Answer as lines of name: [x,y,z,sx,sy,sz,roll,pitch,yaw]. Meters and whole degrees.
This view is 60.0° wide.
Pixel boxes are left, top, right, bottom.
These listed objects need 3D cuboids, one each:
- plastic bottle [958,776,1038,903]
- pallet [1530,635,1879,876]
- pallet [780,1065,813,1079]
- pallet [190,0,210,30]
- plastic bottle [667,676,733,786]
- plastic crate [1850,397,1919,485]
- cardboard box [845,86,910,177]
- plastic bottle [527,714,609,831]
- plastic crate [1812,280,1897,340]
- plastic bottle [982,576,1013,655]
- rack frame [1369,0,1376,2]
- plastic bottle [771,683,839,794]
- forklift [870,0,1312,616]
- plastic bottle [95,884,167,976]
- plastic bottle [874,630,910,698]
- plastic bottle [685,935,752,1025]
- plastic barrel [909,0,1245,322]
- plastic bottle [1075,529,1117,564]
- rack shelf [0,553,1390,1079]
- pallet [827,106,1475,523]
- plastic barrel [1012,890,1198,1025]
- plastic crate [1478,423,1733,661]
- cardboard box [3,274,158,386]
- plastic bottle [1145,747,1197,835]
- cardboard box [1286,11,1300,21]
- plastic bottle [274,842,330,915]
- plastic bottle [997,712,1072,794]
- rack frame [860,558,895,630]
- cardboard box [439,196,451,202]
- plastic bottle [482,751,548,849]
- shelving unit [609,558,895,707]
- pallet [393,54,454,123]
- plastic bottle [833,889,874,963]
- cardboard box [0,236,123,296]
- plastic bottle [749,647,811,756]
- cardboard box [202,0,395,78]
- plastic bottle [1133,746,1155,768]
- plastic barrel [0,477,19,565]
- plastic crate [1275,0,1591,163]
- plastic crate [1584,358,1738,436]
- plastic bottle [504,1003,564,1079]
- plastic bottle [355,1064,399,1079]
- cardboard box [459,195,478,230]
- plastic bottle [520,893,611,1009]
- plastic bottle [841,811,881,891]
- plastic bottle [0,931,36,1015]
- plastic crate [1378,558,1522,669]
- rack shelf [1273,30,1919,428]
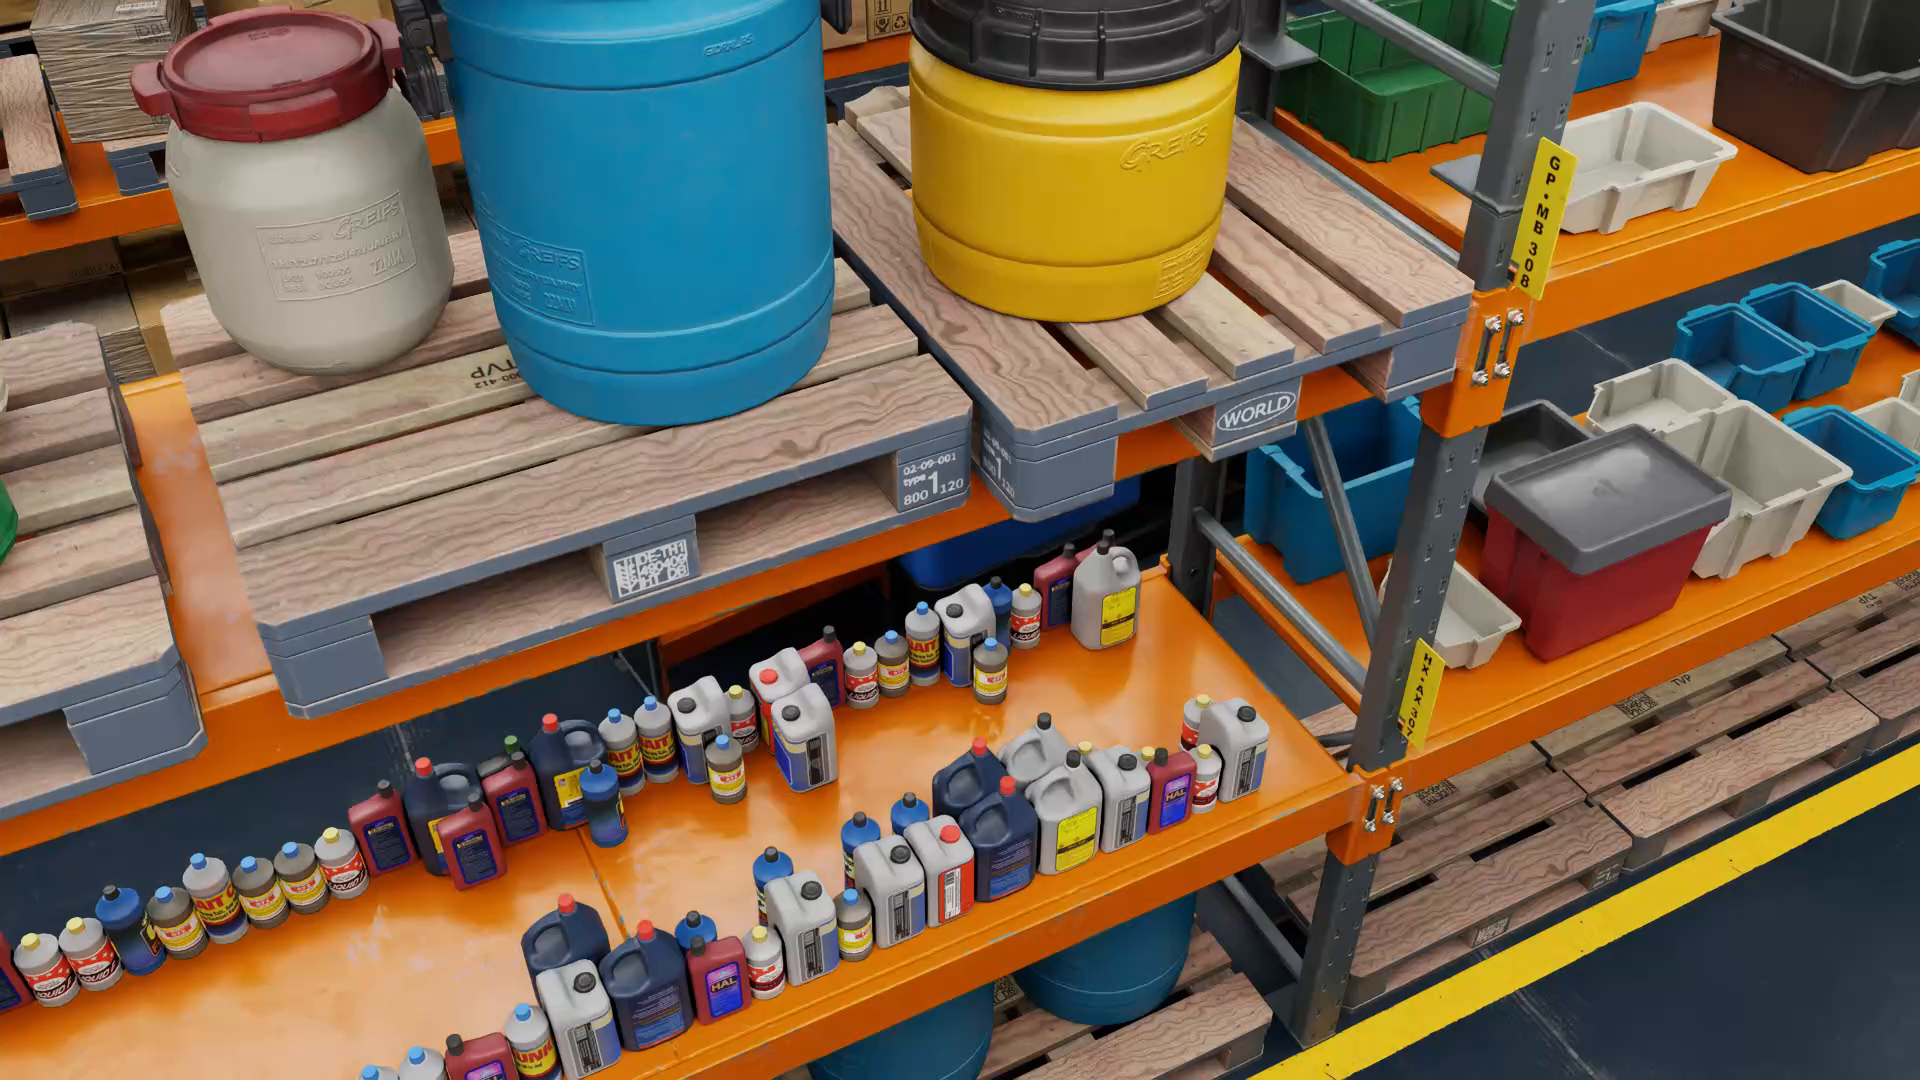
plastic bottle: [0.094,0.723,4.113,0.185,0.351,0.144,-19,44,-21]
pallet: [2.640,0.643,6.327,1.213,0.211,1.003,-19,44,-21]
pallet: [-0.865,1.824,4.931,1.213,0.211,1.003,-19,44,-21]
pallet: [-5.387,-3.786,11.559,1.213,0.211,1.003,-19,44,-21]
plastic bottle: [-0.691,0.500,4.434,0.135,0.276,0.152,-19,44,-21]
plastic crate: [3.077,-0.308,5.449,0.250,0.136,0.298,-19,44,-21]
cardboard box: [-0.323,-2.351,9.446,0.500,0.311,0.500,-19,44,-21]
plastic bottle: [-1.008,0.575,4.288,0.185,0.351,0.144,-19,44,-21]
plastic crate: [3.174,-0.793,6.023,0.298,0.136,0.250,-19,44,-21]
plastic bottle: [0.101,0.215,4.774,0.097,0.271,0.097,0,40,0]
rack frame: [2.185,-3.846,9.472,0.127,3.000,1.000,-19,44,-21]
plastic bottle: [-0.415,0.518,4.413,0.135,0.276,0.152,-19,44,-21]
forklift: [0.838,-1.486,6.737,3.031,2.935,1.130,-24,46,-25]
plastic bottle: [-1.976,0.914,3.949,0.097,0.271,0.097,0,40,0]
plastic bottle: [-0.191,0.340,4.681,0.097,0.201,0.097,0,40,0]
plastic bottle: [-0.559,0.998,3.839,0.133,0.283,0.061,-19,44,-21]
plastic barrel: [0.206,-0.801,3.083,0.600,0.588,0.600,0,40,0]
plastic bottle: [0.400,0.096,4.905,0.133,0.283,0.061,-19,44,-21]
rack shelf: [-0.852,1.058,4.235,4.000,0.370,1.077,-19,44,-21]
pallet: [0.272,-0.596,3.457,1.003,0.211,1.213,-19,44,-21]
plastic barrel: [0.432,0.980,5.070,0.708,0.901,0.600,-19,44,-21]
plastic crate: [1.830,0.017,4.813,0.583,0.464,0.402,-19,44,-21]
cardboard box: [-3.913,-0.804,7.473,0.500,0.500,0.500,-20,44,-22]
plastic bottle: [0.538,0.629,4.275,0.133,0.283,0.061,-19,44,-21]
cardboard box: [1.817,-2.757,9.779,0.500,0.500,0.500,-19,44,-21]
plastic bottle: [-1.630,0.824,4.108,0.097,0.201,0.097,0,40,0]
plastic bottle: [0.191,0.585,4.275,0.185,0.351,0.144,-19,44,-21]
rack frame: [-0.418,-0.200,6.616,0.032,1.125,0.500,-24,46,-25]
cardboard box: [-2.819,-1.551,8.355,0.500,0.500,0.500,-18,43,-20]
plastic bottle: [-1.140,0.659,4.240,0.133,0.283,0.061,-19,44,-21]
shelving unit: [-0.839,-0.016,6.398,1.048,1.125,0.538,-24,46,-25]
pallet: [-2.122,-2.403,7.916,1.213,0.211,1.003,-19,44,-21]
plastic bottle: [-0.259,0.916,4.000,0.097,0.201,0.097,0,40,0]
cardboard box: [-4.141,-1.392,7.586,0.500,0.250,0.500,-17,43,-19]
plastic bottle: [-0.486,0.430,4.516,0.135,0.276,0.152,-19,44,-21]
cardboard box: [-2.901,-2.288,7.229,0.500,0.500,0.700,-30,49,-31]
plastic bottle: [0.485,0.621,4.349,0.097,0.201,0.097,0,40,0]
plastic barrel: [-1.580,-0.050,2.461,0.294,0.245,0.294,0,40,0]
plastic crate: [1.158,-1.177,4.161,0.662,0.188,0.450,-19,44,-21]
plastic crate: [2.328,-0.427,5.591,0.466,0.136,0.293,-19,44,-21]
plastic bottle: [-0.953,1.122,3.702,0.097,0.271,0.097,0,40,0]
plastic bottle: [-1.244,1.220,3.586,0.097,0.271,0.097,0,40,0]
cardboard box: [-2.110,-1.412,8.191,0.500,0.500,0.500,-18,44,-20]
plastic bottle: [-0.909,0.949,3.845,0.185,0.351,0.144,-19,44,-21]
plastic bottle: [-0.243,0.773,4.115,0.097,0.271,0.097,0,40,0]
plastic bottle: [-2.259,0.991,3.848,0.133,0.283,0.061,-19,44,-21]
plastic crate: [1.401,0.208,4.841,0.243,0.136,0.396,-19,44,-21]
rack shelf: [2.696,-1.280,4.676,4.000,0.370,1.077,-19,44,-21]
